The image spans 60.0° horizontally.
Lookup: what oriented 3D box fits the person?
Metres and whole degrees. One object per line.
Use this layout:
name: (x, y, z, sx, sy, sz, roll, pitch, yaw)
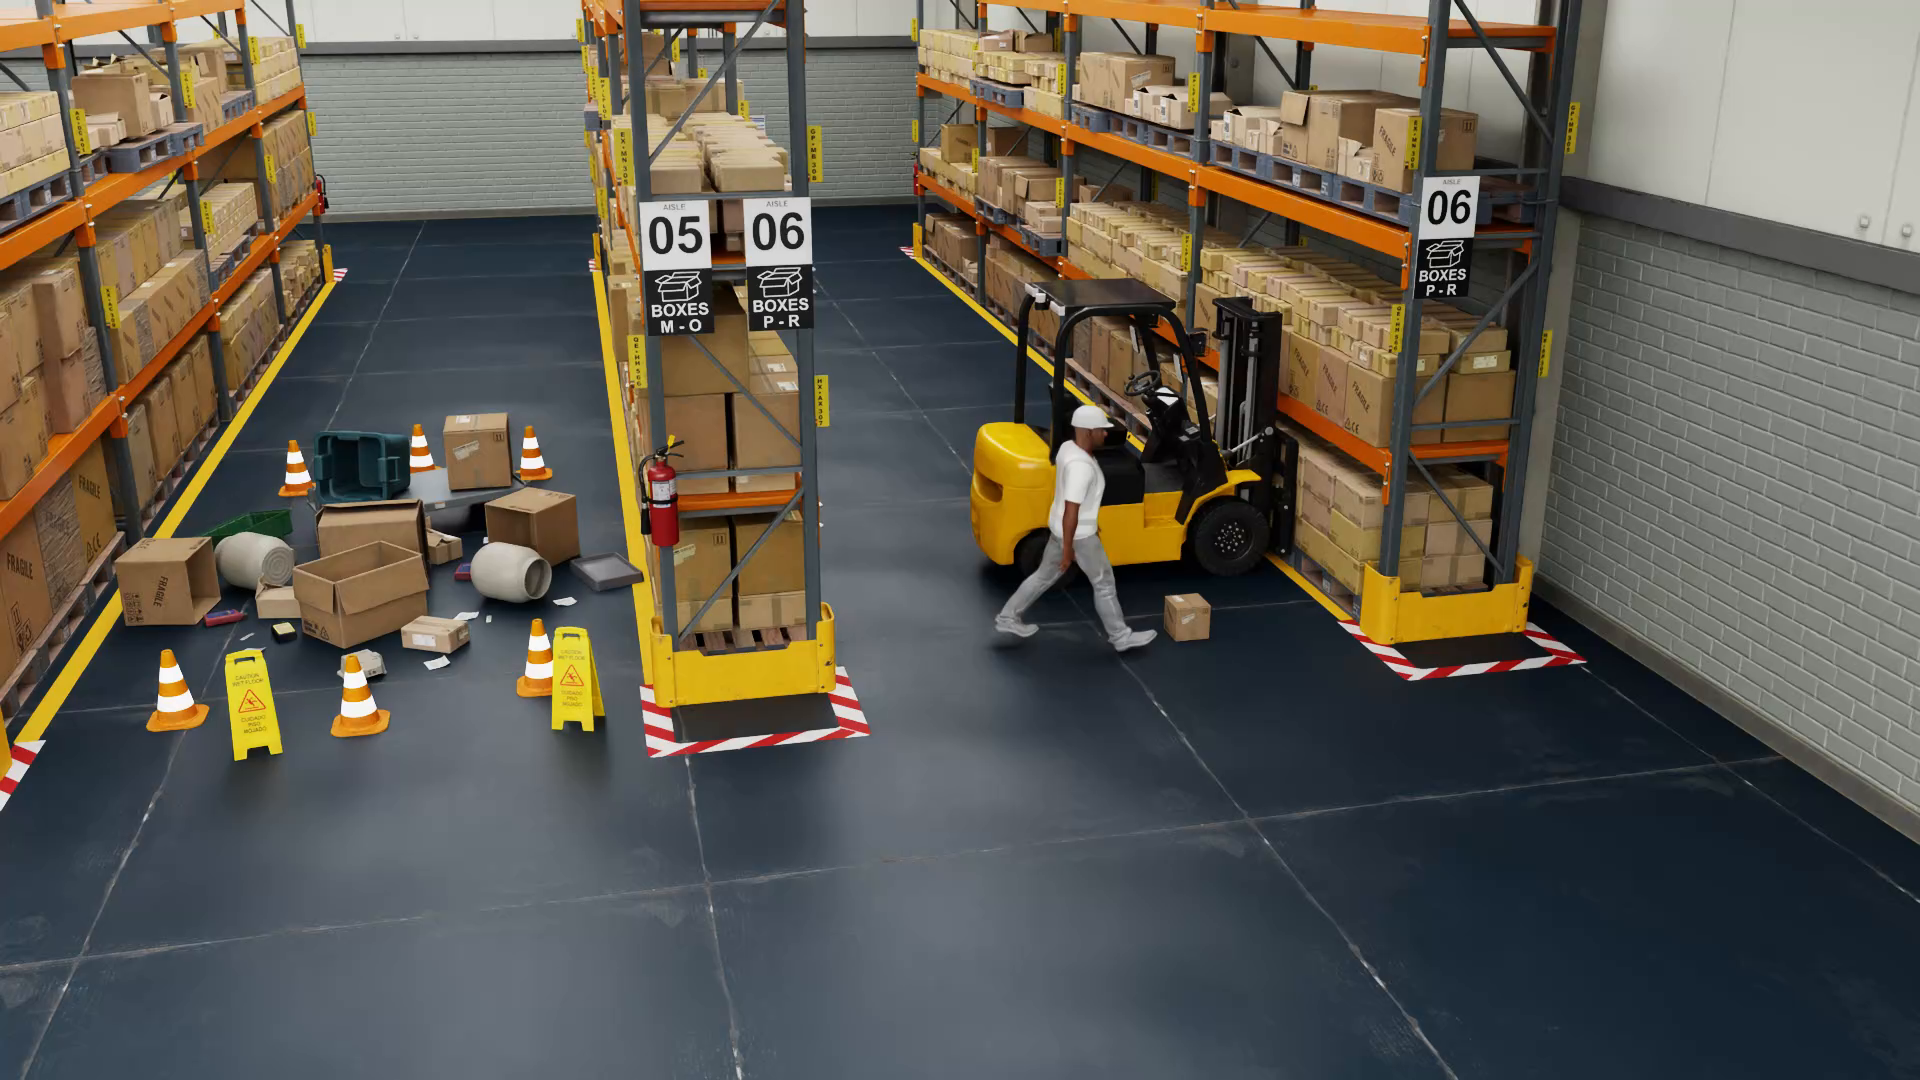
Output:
person: (0.803, -0.074, 11.277, 1.091, 1.719, 0.596, -2, 20, -7)
